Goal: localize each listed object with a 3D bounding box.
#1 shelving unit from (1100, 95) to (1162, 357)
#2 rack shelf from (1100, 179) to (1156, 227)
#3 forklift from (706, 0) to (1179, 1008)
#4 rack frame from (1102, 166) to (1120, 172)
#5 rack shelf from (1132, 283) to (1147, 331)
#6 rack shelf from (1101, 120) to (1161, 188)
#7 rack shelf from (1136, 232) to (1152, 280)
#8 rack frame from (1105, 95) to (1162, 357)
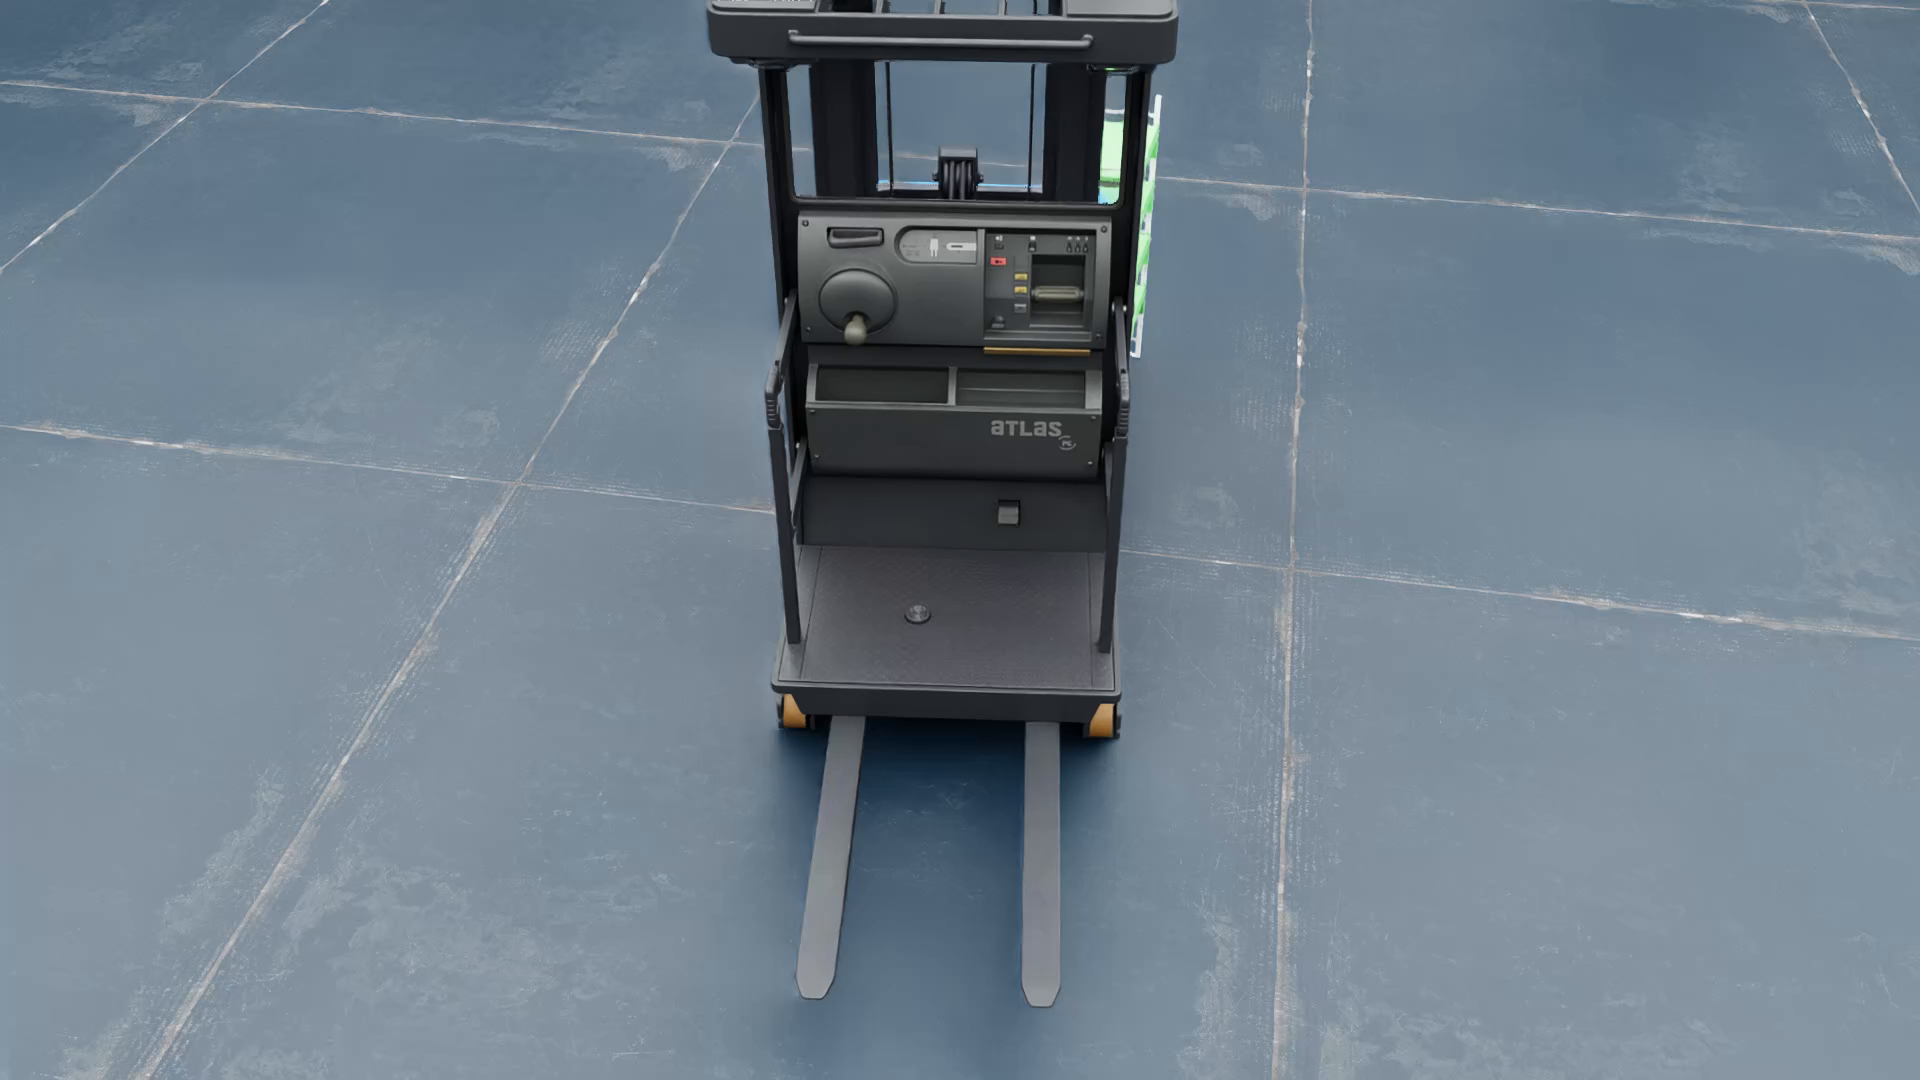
[{"bbox_3d":[0.599,-1.129,6.674,0.258,1.200,0.503,10,41,12],"label":"shelving unit"},{"bbox_3d":[0.599,-1.265,6.562,0.258,0.148,0.480,10,41,12],"label":"rack shelf"},{"bbox_3d":[-0.025,-0.693,4.788,1.130,2.935,3.031,2,40,2],"label":"forklift"},{"bbox_3d":[0.533,-0.980,6.493,0.240,1.200,0.015,10,41,12],"label":"rack frame"},{"bbox_3d":[0.599,-0.895,6.868,0.258,0.148,0.480,10,41,12],"label":"rack shelf"},{"bbox_3d":[0.599,-1.450,6.409,0.258,0.148,0.480,10,41,12],"label":"rack shelf"},{"bbox_3d":[0.599,-1.080,6.715,0.258,0.148,0.480,10,41,12],"label":"rack shelf"},{"bbox_3d":[0.665,-1.279,6.856,0.240,1.200,0.015,10,41,12],"label":"rack frame"}]
